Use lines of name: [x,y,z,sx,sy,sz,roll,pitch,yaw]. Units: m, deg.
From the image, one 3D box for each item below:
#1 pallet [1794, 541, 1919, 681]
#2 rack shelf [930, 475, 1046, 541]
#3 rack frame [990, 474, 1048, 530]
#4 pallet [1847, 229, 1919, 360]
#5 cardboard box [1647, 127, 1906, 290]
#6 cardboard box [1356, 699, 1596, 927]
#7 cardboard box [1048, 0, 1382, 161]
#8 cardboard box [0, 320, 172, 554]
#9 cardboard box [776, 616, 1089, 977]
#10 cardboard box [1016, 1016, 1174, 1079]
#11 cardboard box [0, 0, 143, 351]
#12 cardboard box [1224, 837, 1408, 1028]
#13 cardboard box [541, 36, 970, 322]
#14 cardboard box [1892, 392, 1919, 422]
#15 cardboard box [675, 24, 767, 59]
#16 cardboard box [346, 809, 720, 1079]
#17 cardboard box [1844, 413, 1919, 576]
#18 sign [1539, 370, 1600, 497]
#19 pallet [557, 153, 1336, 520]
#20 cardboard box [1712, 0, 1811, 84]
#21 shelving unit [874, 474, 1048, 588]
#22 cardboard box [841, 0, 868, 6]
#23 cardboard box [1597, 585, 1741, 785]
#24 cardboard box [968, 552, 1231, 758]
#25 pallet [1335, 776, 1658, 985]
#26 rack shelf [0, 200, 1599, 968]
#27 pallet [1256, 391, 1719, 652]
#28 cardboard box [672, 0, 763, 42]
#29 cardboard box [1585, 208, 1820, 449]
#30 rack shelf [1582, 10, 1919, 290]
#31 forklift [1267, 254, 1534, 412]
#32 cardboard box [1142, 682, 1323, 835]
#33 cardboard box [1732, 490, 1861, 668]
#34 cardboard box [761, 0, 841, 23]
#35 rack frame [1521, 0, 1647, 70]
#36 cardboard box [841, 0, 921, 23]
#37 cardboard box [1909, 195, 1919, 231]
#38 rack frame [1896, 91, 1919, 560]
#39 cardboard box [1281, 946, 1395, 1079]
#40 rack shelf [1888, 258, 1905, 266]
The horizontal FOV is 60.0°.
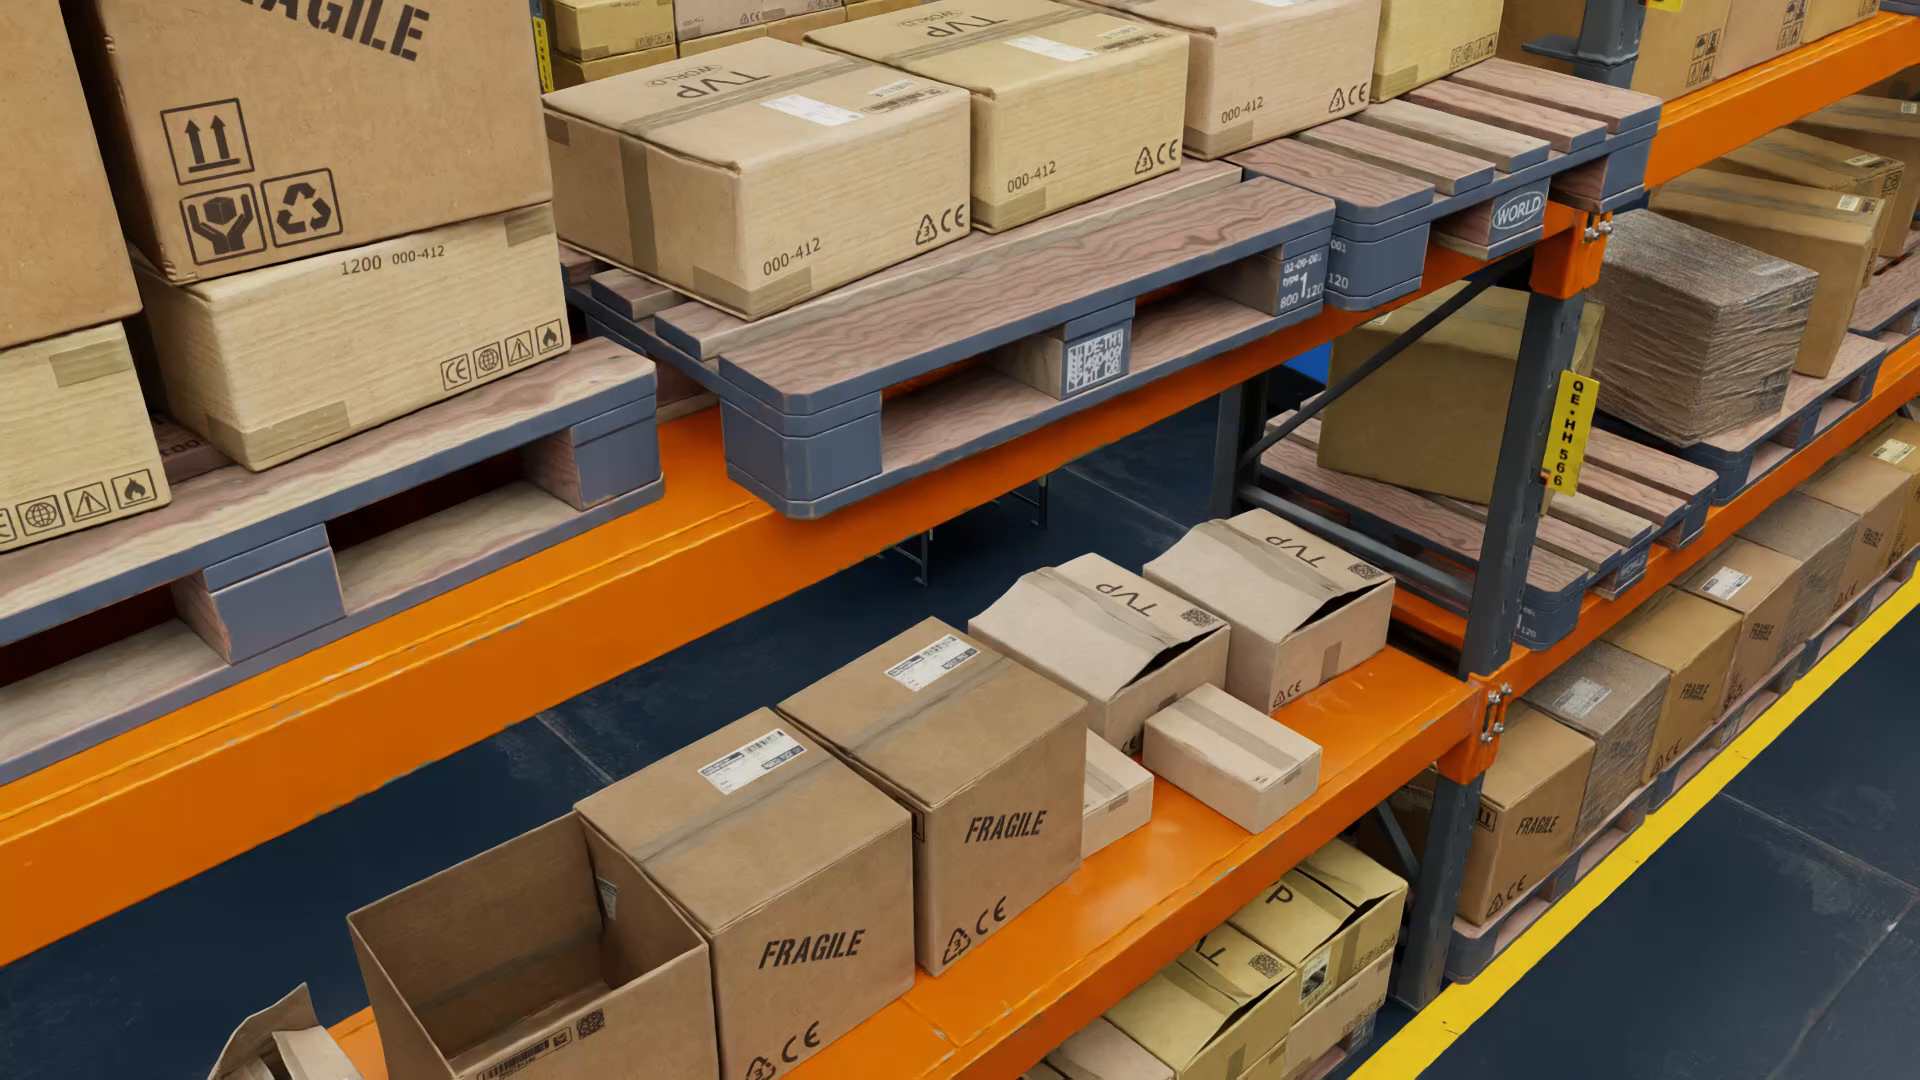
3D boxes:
pallet: [3.520,0.090,7.401,1.213,0.211,1.003,-26,40,-35]
rack shelf: [-0.005,-0.359,7.525,0.720,0.370,0.431,-26,40,-35]
rack frame: [0.264,-0.767,7.567,0.023,1.500,0.400,-26,40,-35]
pallet: [3.431,-1.079,6.824,1.213,0.211,1.003,-26,40,-35]
cardboard box: [3.130,-1.274,6.460,0.500,0.500,0.700,-19,36,-28]
cardboard box: [1.686,0.843,5.471,0.500,0.500,0.500,-24,39,-34]
cardboard box: [0.491,-1.004,3.382,0.500,0.250,0.500,-25,39,-34]
cardboard box: [-1.317,-0.175,2.027,0.500,0.250,0.500,-21,37,-31]
cardboard box: [-0.061,0.575,3.839,0.500,0.500,0.500,27,40,36]
cardboard box: [0.193,1.415,4.256,0.500,0.311,0.500,-26,40,-36]
cardboard box: [-1.296,-0.484,1.813,0.500,0.500,0.500,-25,40,-35]
cardboard box: [0.941,1.051,4.852,0.500,0.311,0.500,-25,39,-34]
cardboard box: [-0.332,-0.615,2.746,0.500,0.250,0.500,25,40,35]
cardboard box: [4.546,-0.510,7.864,0.500,0.311,0.500,-26,40,-35]
cardboard box: [-1.292,-2.312,8.256,0.500,0.500,0.500,-24,39,-34]
cardboard box: [-0.815,0.939,3.243,0.500,0.500,0.500,-23,38,-32]
cardboard box: [3.924,-0.240,7.241,0.500,0.500,0.500,-26,40,-36]
sign: [1.538,-0.267,4.201,0.005,0.325,0.100,-26,40,-35]
pallet: [-0.097,-0.511,3.015,1.213,0.211,1.003,-24,39,-33]
cardboard box: [1.829,-1.655,4.610,0.500,0.500,0.910,-26,40,-35]
shelving unit: [-0.005,-0.637,7.355,0.755,1.500,0.431,-26,40,-35]
cardboard box: [-0.577,-2.991,8.648,0.500,0.250,0.500,-27,40,-36]
cardboard box: [2.437,0.479,6.066,0.500,0.500,0.500,-26,40,-36]
cardboard box: [0.370,0.297,4.474,0.500,0.311,0.500,-26,40,-36]
pallet: [1.731,0.955,5.986,1.213,0.211,1.003,-26,40,-35]
rack shelf: [-0.309,-0.247,3.094,4.000,0.370,1.077,-26,40,-35]
pallet: [1.607,-0.170,5.336,1.003,0.211,1.213,-26,40,-35]
cardboard box: [-1.311,-2.629,8.055,0.500,0.250,0.500,-26,40,-36]
cardboard box: [2.344,-0.724,5.560,0.500,0.500,0.700,-18,36,-27]
rack shelf: [2.624,-1.666,5.414,4.000,0.370,1.077,-26,40,-35]
forklift: [2.876,-2.373,8.821,3.031,2.935,1.130,-21,37,-31]
cardboard box: [0.686,0.548,4.220,0.250,0.149,0.380,-26,40,-35]
cardboard box: [3.188,0.110,6.669,0.500,0.500,0.500,-25,39,-35]
cardboard box: [-0.947,-2.808,8.348,0.500,0.250,0.500,-26,40,-35]
rack frame: [1.158,-2.544,3.284,0.127,3.000,1.000,-26,40,-35]
cardboard box: [-0.551,-2.676,8.850,0.500,0.500,0.500,-25,39,-34]
cardboard box: [4.283,-1.721,7.593,0.500,0.500,0.500,-25,39,-35]
rack frame: [4.091,-1.403,7.169,0.127,3.000,1.000,-26,40,-35]
cardboard box: [0.938,1.290,4.999,0.500,0.250,0.500,-25,39,-34]
rack shelf: [5.558,-1.805,8.517,4.000,0.370,1.077,-26,40,-35]
